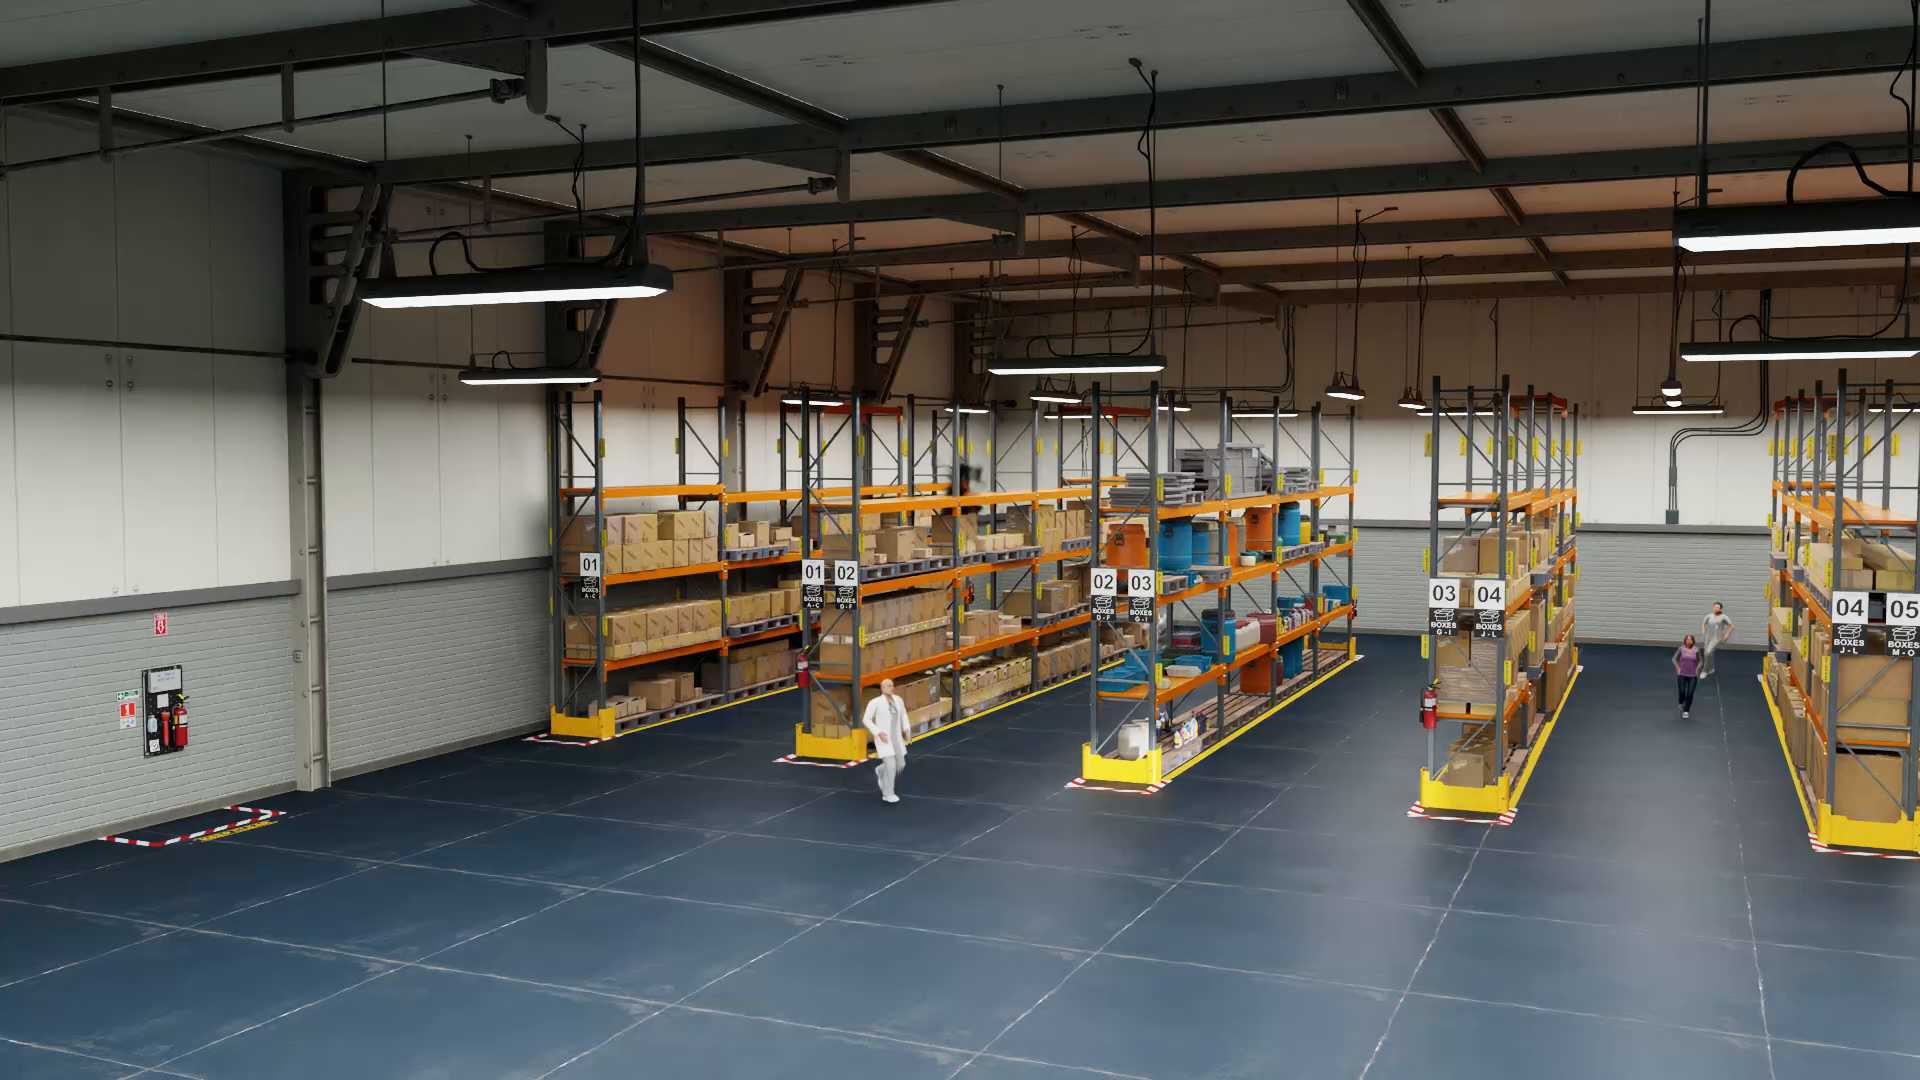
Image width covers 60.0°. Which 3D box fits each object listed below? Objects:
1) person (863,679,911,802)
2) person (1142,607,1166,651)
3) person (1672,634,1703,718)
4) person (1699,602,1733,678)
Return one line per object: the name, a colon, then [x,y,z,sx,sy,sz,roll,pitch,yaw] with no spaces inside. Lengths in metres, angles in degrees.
person: [-1.058,2.827,23.624,0.755,1.728,0.679,-2,4,-38]
person: [4.179,2.212,35.675,0.576,1.678,0.609,1,3,22]
person: [13.476,2.528,30.798,0.518,1.539,0.526,1,3,19]
person: [16.446,2.184,36.230,0.695,1.680,0.648,-2,4,-36]
